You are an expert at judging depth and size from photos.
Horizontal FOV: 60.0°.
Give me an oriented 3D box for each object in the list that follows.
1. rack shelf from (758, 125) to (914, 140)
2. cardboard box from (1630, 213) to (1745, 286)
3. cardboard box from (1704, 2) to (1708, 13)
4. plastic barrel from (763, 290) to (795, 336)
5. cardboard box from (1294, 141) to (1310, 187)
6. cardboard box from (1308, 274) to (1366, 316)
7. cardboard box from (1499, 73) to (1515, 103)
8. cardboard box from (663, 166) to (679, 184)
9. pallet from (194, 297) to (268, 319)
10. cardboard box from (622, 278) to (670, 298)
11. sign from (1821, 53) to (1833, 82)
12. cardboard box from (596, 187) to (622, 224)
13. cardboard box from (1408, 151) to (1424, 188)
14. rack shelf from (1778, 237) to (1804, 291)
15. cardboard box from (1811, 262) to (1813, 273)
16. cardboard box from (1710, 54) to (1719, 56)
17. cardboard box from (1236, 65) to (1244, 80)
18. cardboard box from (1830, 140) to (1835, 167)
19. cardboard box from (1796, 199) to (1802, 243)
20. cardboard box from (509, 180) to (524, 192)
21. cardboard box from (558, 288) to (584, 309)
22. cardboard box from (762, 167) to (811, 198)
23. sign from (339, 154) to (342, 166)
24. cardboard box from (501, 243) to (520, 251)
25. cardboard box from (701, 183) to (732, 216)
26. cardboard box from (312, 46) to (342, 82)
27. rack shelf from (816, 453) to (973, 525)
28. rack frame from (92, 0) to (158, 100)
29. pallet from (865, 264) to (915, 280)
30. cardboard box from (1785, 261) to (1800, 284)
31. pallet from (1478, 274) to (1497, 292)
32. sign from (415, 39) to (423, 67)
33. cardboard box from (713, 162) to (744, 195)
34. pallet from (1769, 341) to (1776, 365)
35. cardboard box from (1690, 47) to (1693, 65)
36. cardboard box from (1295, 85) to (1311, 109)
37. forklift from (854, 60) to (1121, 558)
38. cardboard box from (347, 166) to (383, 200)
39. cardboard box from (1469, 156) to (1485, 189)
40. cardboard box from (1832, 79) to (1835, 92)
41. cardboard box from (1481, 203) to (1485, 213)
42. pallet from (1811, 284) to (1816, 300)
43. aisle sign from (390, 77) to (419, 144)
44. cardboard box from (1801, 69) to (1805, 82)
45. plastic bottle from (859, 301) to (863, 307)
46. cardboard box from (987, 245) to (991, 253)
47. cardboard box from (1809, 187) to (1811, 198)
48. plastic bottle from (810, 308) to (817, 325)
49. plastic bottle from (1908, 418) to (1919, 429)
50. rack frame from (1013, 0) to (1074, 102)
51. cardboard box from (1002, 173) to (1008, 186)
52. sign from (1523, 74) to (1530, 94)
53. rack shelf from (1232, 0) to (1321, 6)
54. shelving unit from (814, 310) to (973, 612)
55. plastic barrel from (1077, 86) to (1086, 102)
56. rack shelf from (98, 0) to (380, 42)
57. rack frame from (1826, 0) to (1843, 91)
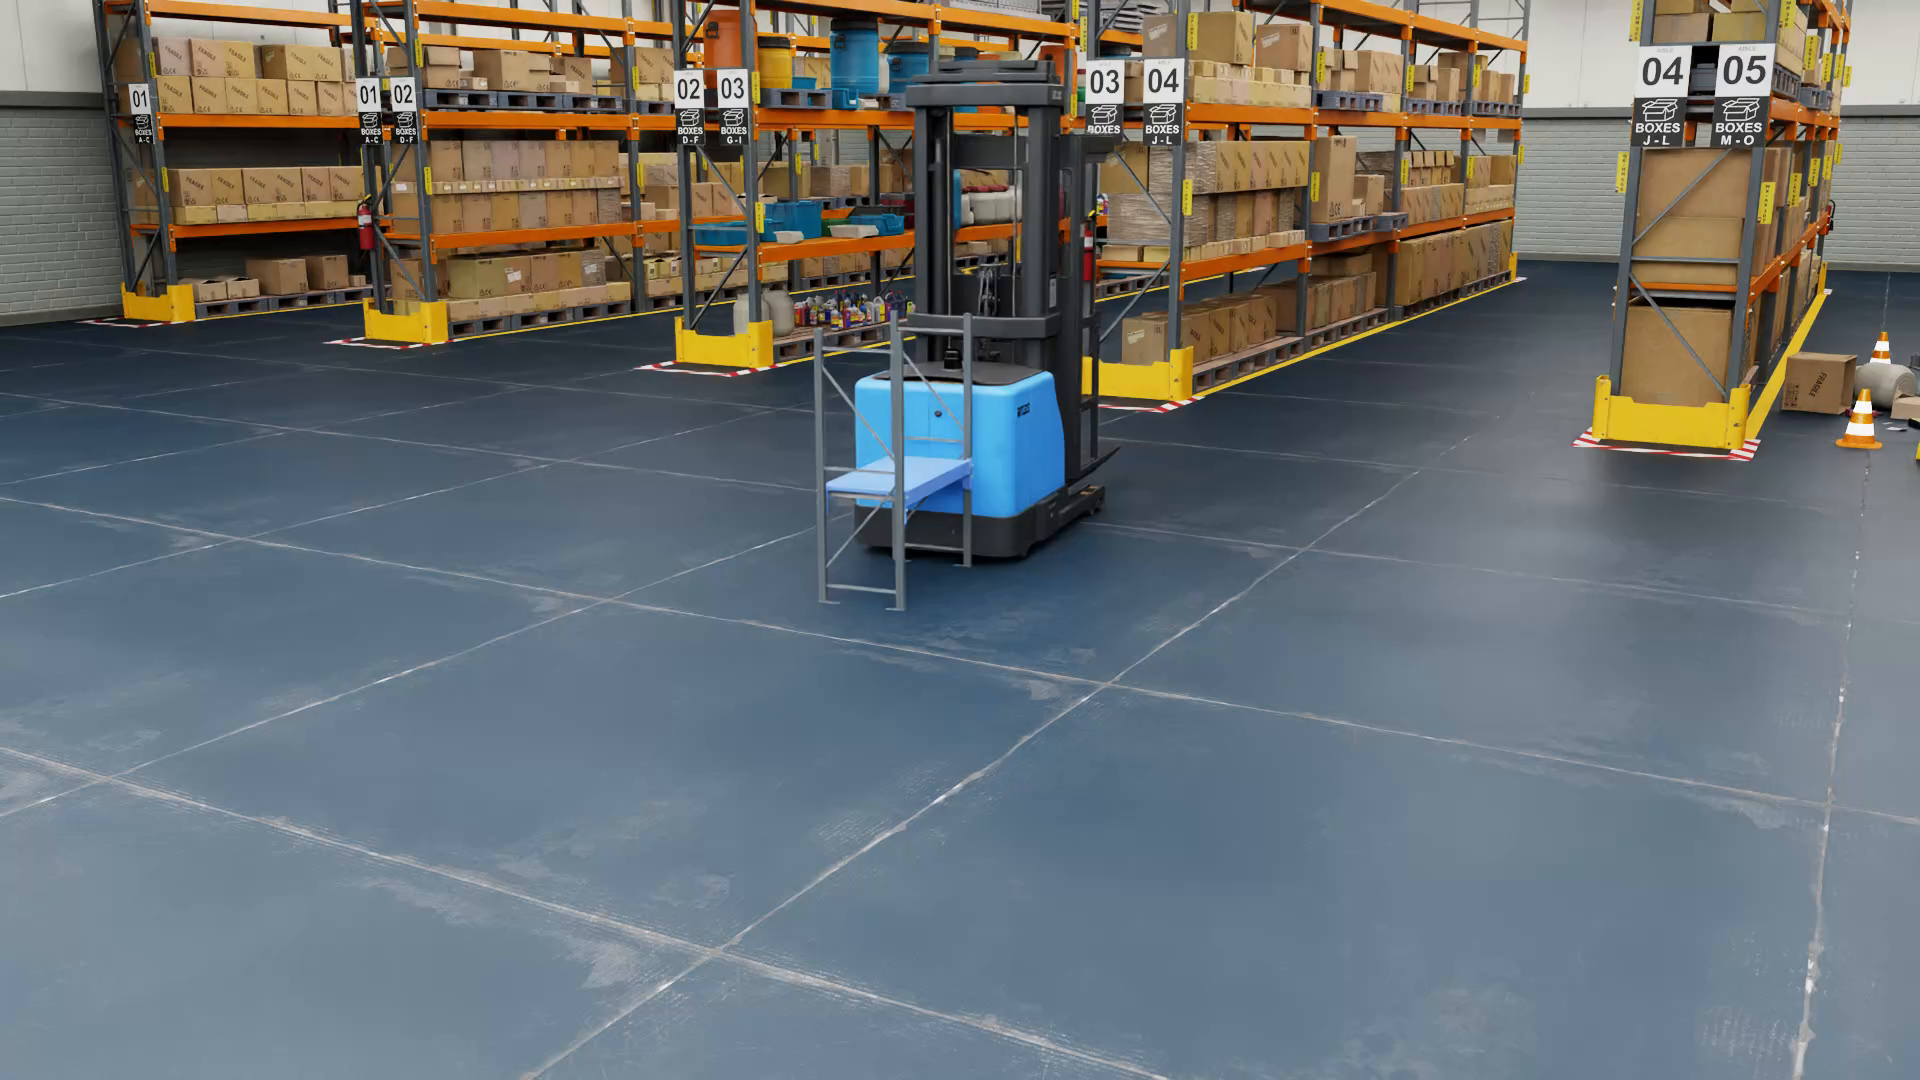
[{"bbox_3d":[-2.165,-7.166,28.992,1.077,0.370,4.000,7,15,28],"label":"rack shelf"},{"bbox_3d":[6.104,-2.454,13.992,0.875,0.550,0.550,7,15,28],"label":"cardboard box"},{"bbox_3d":[6.200,-4.541,14.294,0.380,0.149,0.250,8,16,29],"label":"cardboard box"},{"bbox_3d":[-2.171,-2.685,19.683,0.421,0.512,0.421,0,14,0],"label":"plastic barrel"},{"bbox_3d":[3.628,-4.259,18.818,0.500,0.500,0.500,7,15,28],"label":"cardboard box"},{"bbox_3d":[4.975,-3.268,22.082,0.700,0.500,0.500,6,15,23],"label":"cardboard box"},{"bbox_3d":[9.202,-7.812,28.814,0.700,0.500,0.500,6,15,25],"label":"cardboard box"},{"bbox_3d":[-5.776,-7.002,32.287,0.500,0.500,0.500,8,15,28],"label":"cardboard box"},{"bbox_3d":[-10.877,-3.389,24.140,1.003,0.211,1.213,7,15,28],"label":"pallet"},{"bbox_3d":[-4.653,-3.748,24.653,0.500,0.250,0.500,7,15,27],"label":"cardboard box"},{"bbox_3d":[10.314,-5.625,19.792,0.100,0.325,0.005,7,15,28],"label":"sign"},{"bbox_3d":[-5.274,-4.783,23.760,0.700,0.500,0.500,7,15,27],"label":"cardboard box"},{"bbox_3d":[6.224,-5.342,23.937,0.797,0.503,0.637,8,16,29],"label":"cardboard box"},{"bbox_3d":[8.865,-3.181,18.863,1.077,0.370,4.000,7,15,28],"label":"rack shelf"},{"bbox_3d":[12.678,-4.123,25.152,0.380,0.149,0.250,8,16,29],"label":"cardboard box"},{"bbox_3d":[6.686,-4.523,15.072,0.500,0.250,0.500,8,15,29],"label":"cardboard box"},{"bbox_3d":[2.665,-4.755,16.926,0.380,0.149,0.250,7,15,26],"label":"cardboard box"},{"bbox_3d":[13.207,-5.928,25.741,0.500,0.500,0.500,8,16,31],"label":"cardboard box"},{"bbox_3d":[9.365,-3.662,19.111,0.500,0.500,0.500,7,15,27],"label":"cardboard box"},{"bbox_3d":[-6.000,-4.690,21.991,0.380,0.149,0.250,7,15,27],"label":"cardboard box"},{"bbox_3d":[-5.577,-3.368,23.075,0.500,0.250,0.500,7,15,28],"label":"cardboard box"},{"bbox_3d":[-2.926,-6.042,28.085,0.700,0.500,0.500,2,14,9],"label":"cardboard box"},{"bbox_3d":[-9.891,-6.012,26.600,0.100,0.325,0.005,7,15,28],"label":"sign"},{"bbox_3d":[-8.123,-4.960,29.102,0.700,0.500,0.500,7,15,28],"label":"cardboard box"},{"bbox_3d":[-3.928,-5.349,26.109,0.500,0.500,0.500,6,15,25],"label":"cardboard box"},{"bbox_3d":[-9.665,-7.142,24.967,0.500,0.500,0.500,8,16,31],"label":"cardboard box"},{"bbox_3d":[-0.350,-0.301,9.349,0.538,0.185,1.000,5,14,20],"label":"rack shelf"},{"bbox_3d":[-11.337,-7.483,22.370,1.000,3.000,0.127,7,15,28],"label":"rack frame"},{"bbox_3d":[-1.558,-4.941,30.578,1.003,0.211,1.213,7,15,28],"label":"pallet"},{"bbox_3d":[10.377,-3.409,21.110,0.500,0.250,0.500,7,15,26],"label":"cardboard box"},{"bbox_3d":[8.497,-4.387,28.281,1.003,0.211,1.213,7,15,28],"label":"pallet"},{"bbox_3d":[-6.516,-5.863,20.019,0.100,0.325,0.005,7,15,28],"label":"sign"},{"bbox_3d":[-4.902,-7.433,34.323,0.980,0.700,0.700,7,15,27],"label":"cardboard box"},{"bbox_3d":[8.794,-2.183,19.138,1.003,0.211,1.213,7,15,28],"label":"pallet"},{"bbox_3d":[5.828,-3.995,13.732,0.380,0.149,0.250,7,15,28],"label":"cardboard box"},{"bbox_3d":[3.613,-4.965,18.649,0.500,0.250,0.500,8,16,30],"label":"cardboard box"},{"bbox_3d":[0.356,-1.620,11.000,1.130,2.935,3.031,5,14,20],"label":"forklift"},{"bbox_3d":[-9.361,-5.556,25.857,0.500,0.500,0.500,7,15,28],"label":"cardboard box"},{"bbox_3d":[8.173,-5.950,26.900,0.500,0.500,0.500,7,15,28],"label":"cardboard box"},{"bbox_3d":[12.208,-6.462,23.789,0.500,0.250,0.500,8,16,30],"label":"cardboard box"},{"bbox_3d":[8.409,-5.460,27.317,0.380,0.149,0.250,7,15,27],"label":"cardboard box"},{"bbox_3d":[13.239,-4.049,26.876,1.003,0.211,1.213,7,15,28],"label":"pallet"},{"bbox_3d":[-6.762,-5.221,20.244,0.394,0.787,0.004,7,15,28],"label":"aisle sign"},{"bbox_3d":[8.803,-4.967,17.764,0.380,0.149,0.250,7,15,28],"label":"cardboard box"},{"bbox_3d":[-1.214,-2.866,20.880,0.061,0.283,0.133,7,15,28],"label":"plastic bottle"},{"bbox_3d":[0.414,-5.912,33.764,0.380,0.166,0.250,7,15,28],"label":"cardboard box"},{"bbox_3d":[11.746,-4.884,23.399,0.380,0.149,0.250,8,16,30],"label":"cardboard box"},{"bbox_3d":[-1.829,-2.790,20.740,0.097,0.201,0.097,0,14,0],"label":"plastic bottle"},{"bbox_3d":[8.481,-1.037,14.703,0.133,0.061,0.283,2,14,9],"label":"plastic bottle"},{"bbox_3d":[1.203,-8.001,24.523,1.000,3.000,0.127,7,15,28],"label":"rack frame"},{"bbox_3d":[0.758,-7.214,33.844,0.500,0.500,0.500,8,16,30],"label":"cardboard box"},{"bbox_3d":[9.874,-7.951,28.993,0.100,0.325,0.005,7,15,28],"label":"sign"},{"bbox_3d":[2.638,-5.858,17.174,1.077,0.370,4.000,7,15,28],"label":"rack shelf"},{"bbox_3d":[-0.350,-0.476,9.307,0.538,1.500,1.048,5,14,20],"label":"shelving unit"},{"bbox_3d":[1.916,-6.863,25.637,0.294,0.245,0.294,0,14,0],"label":"plastic barrel"},{"bbox_3d":[-10.370,-7.542,24.157,1.077,0.370,4.000,7,15,28],"label":"rack shelf"},{"bbox_3d":[11.765,-7.678,23.182,1.000,3.000,0.127,7,15,28],"label":"rack frame"}]
